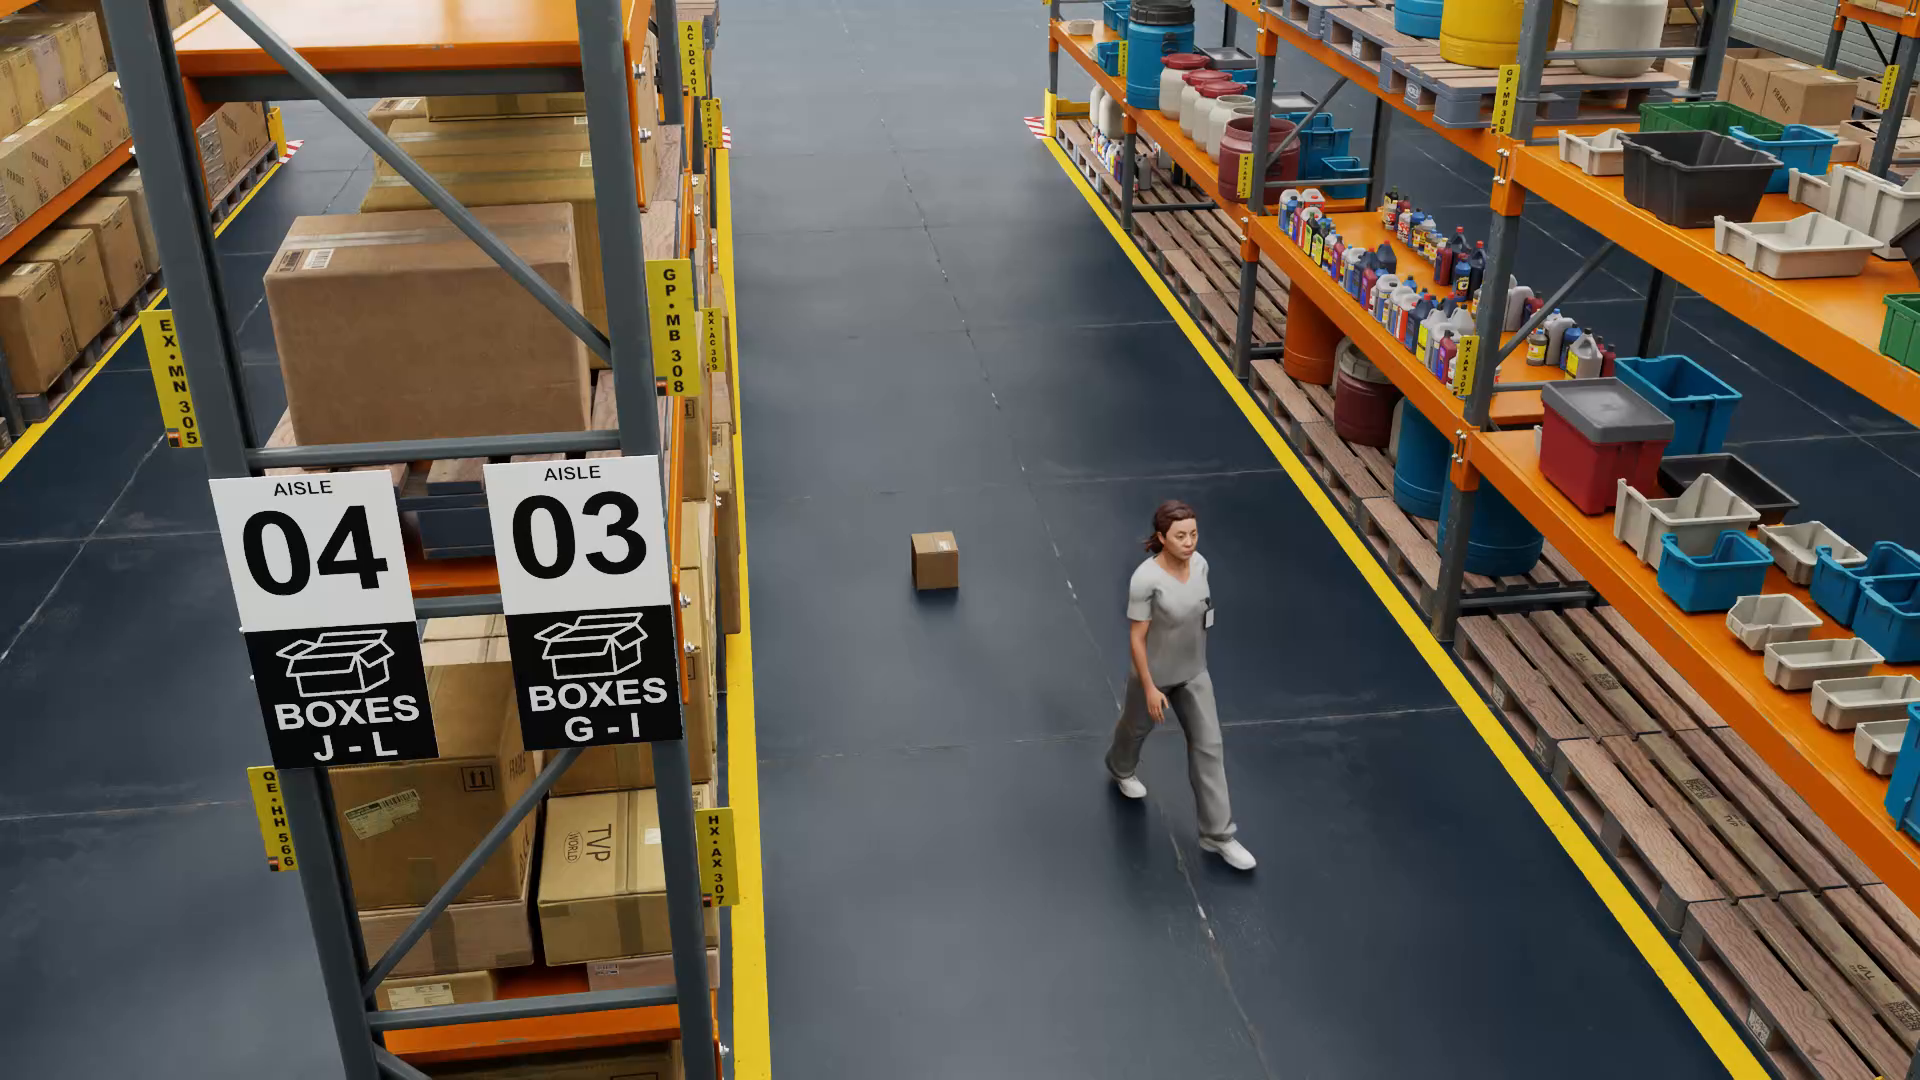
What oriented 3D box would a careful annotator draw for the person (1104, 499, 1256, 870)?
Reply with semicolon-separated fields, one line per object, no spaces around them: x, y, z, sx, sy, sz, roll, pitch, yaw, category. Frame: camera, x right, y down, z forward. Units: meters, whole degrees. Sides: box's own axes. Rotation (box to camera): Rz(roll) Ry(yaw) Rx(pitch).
0.970;0.606;7.420;0.471;1.612;0.985;-13;30;-23;person
